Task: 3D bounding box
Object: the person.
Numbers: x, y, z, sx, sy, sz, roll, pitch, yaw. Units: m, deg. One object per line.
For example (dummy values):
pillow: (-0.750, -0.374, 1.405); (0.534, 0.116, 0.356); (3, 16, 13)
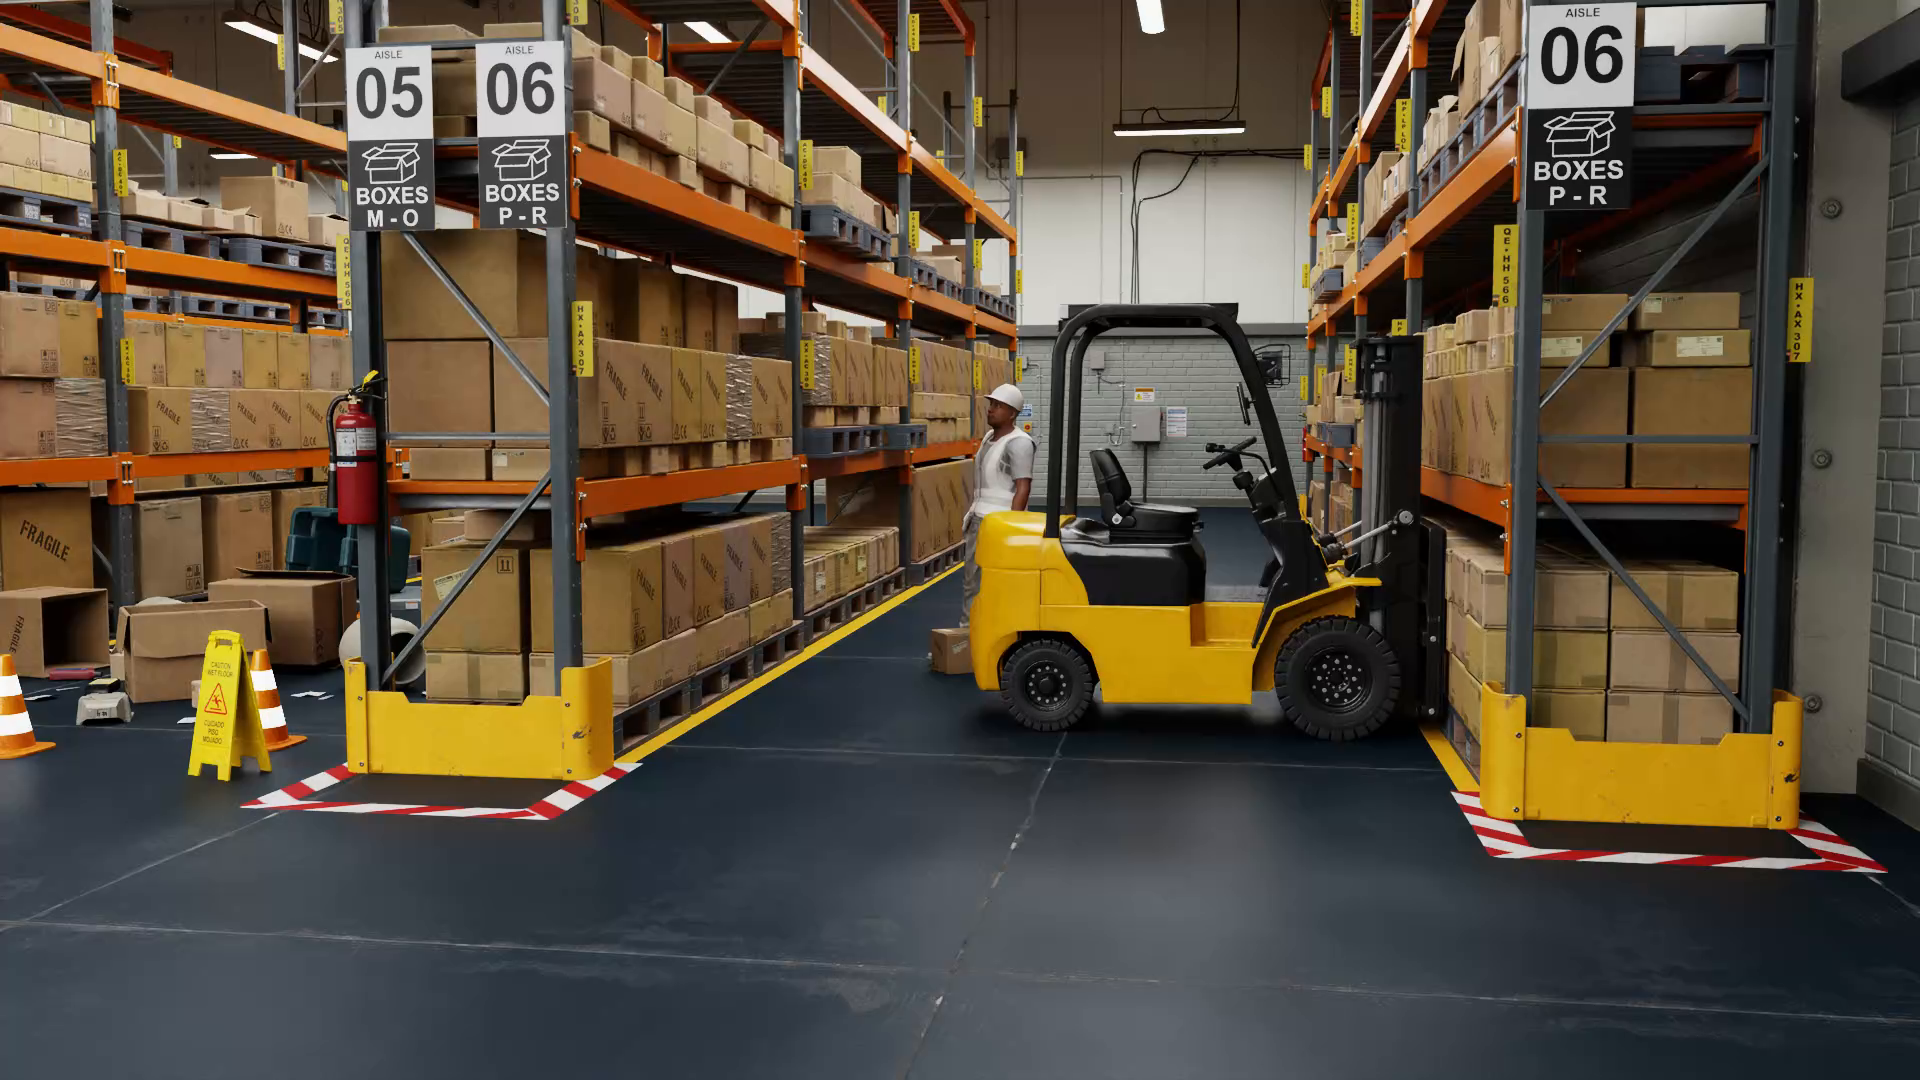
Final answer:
person: (0.154, -0.086, 10.458); (0.576, 1.784, 0.656); (-2, 5, -23)
